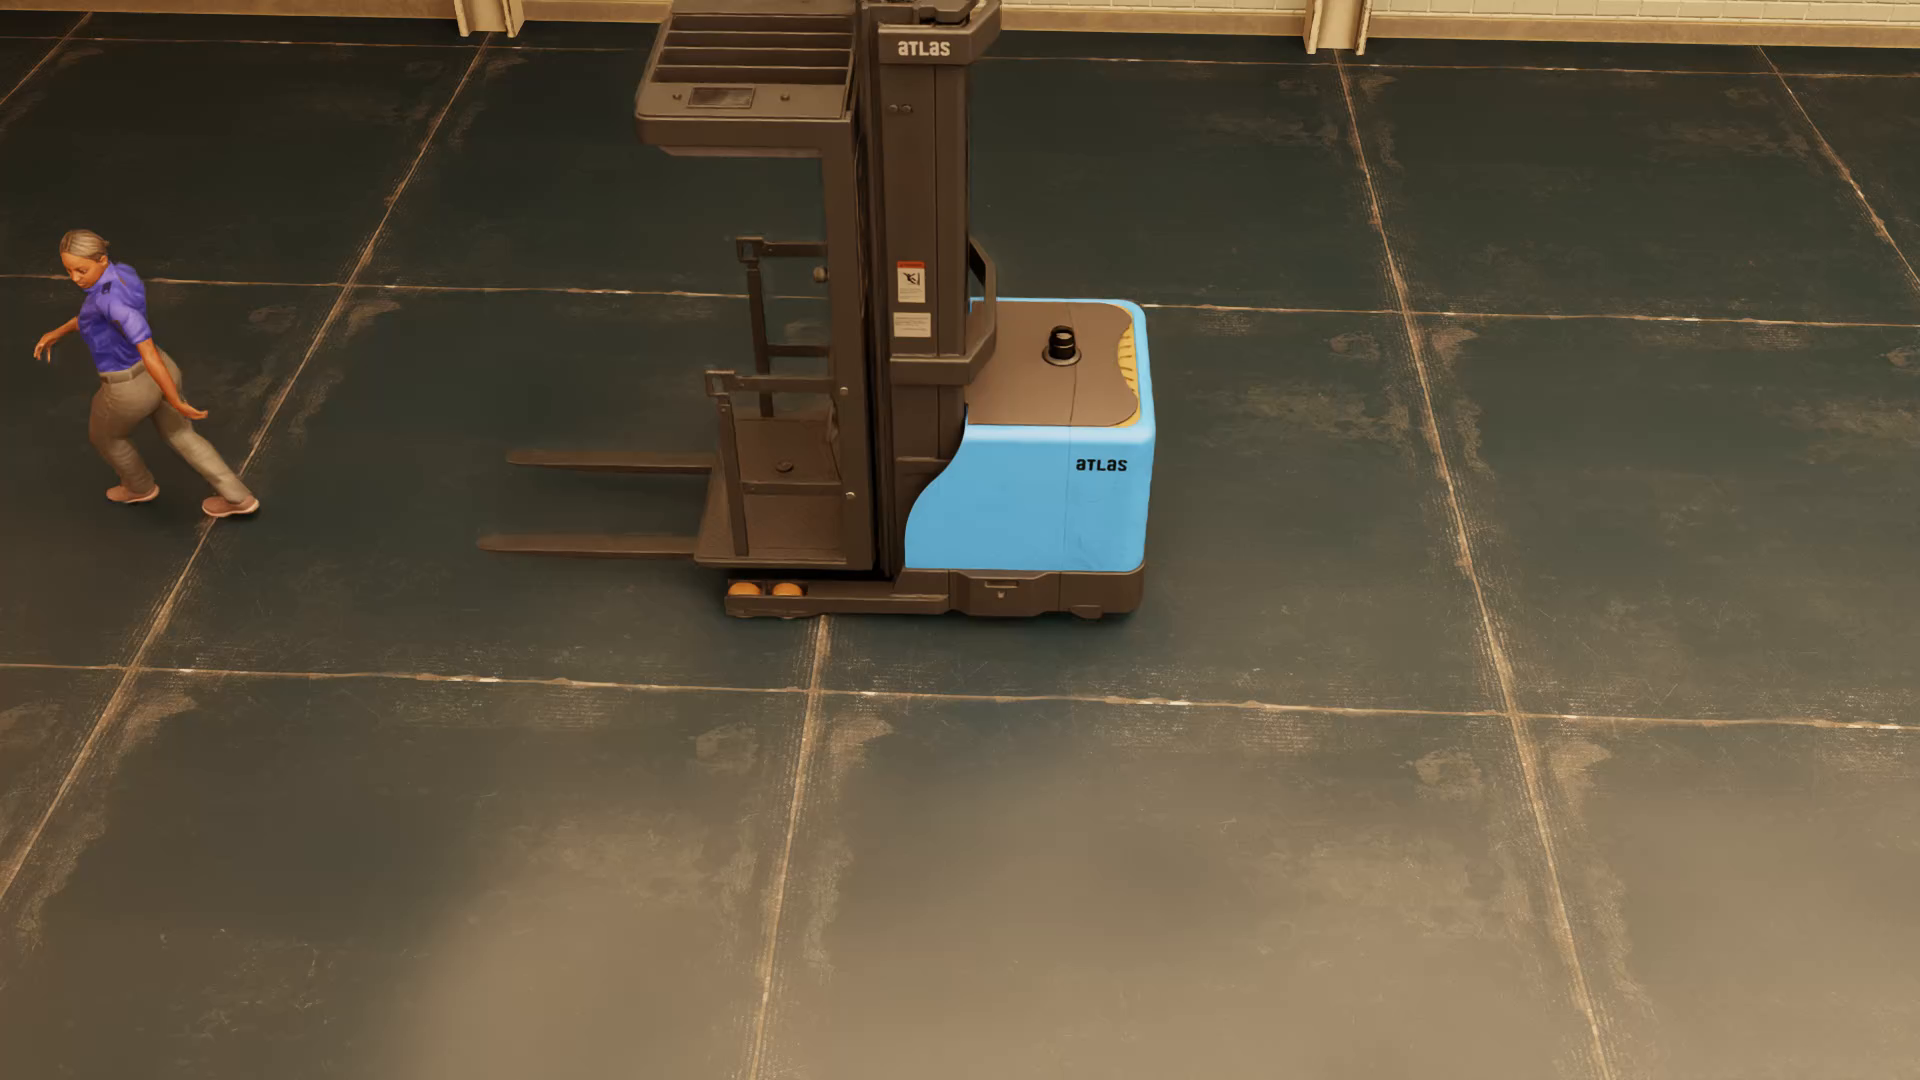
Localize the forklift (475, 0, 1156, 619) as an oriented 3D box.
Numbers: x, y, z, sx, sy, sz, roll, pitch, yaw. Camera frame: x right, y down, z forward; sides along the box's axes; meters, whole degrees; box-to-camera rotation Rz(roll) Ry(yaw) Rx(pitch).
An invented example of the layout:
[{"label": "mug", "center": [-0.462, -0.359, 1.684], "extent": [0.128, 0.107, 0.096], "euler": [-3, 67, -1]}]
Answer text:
[{"label": "forklift", "center": [-0.680, -1.082, 6.928], "extent": [3.031, 2.935, 1.130], "euler": [1, 42, 1]}]

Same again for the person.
[{"label": "person", "center": [-3.757, -0.725, 7.572], "extent": [0.904, 1.608, 0.470], "euler": [8, 43, 9]}]
